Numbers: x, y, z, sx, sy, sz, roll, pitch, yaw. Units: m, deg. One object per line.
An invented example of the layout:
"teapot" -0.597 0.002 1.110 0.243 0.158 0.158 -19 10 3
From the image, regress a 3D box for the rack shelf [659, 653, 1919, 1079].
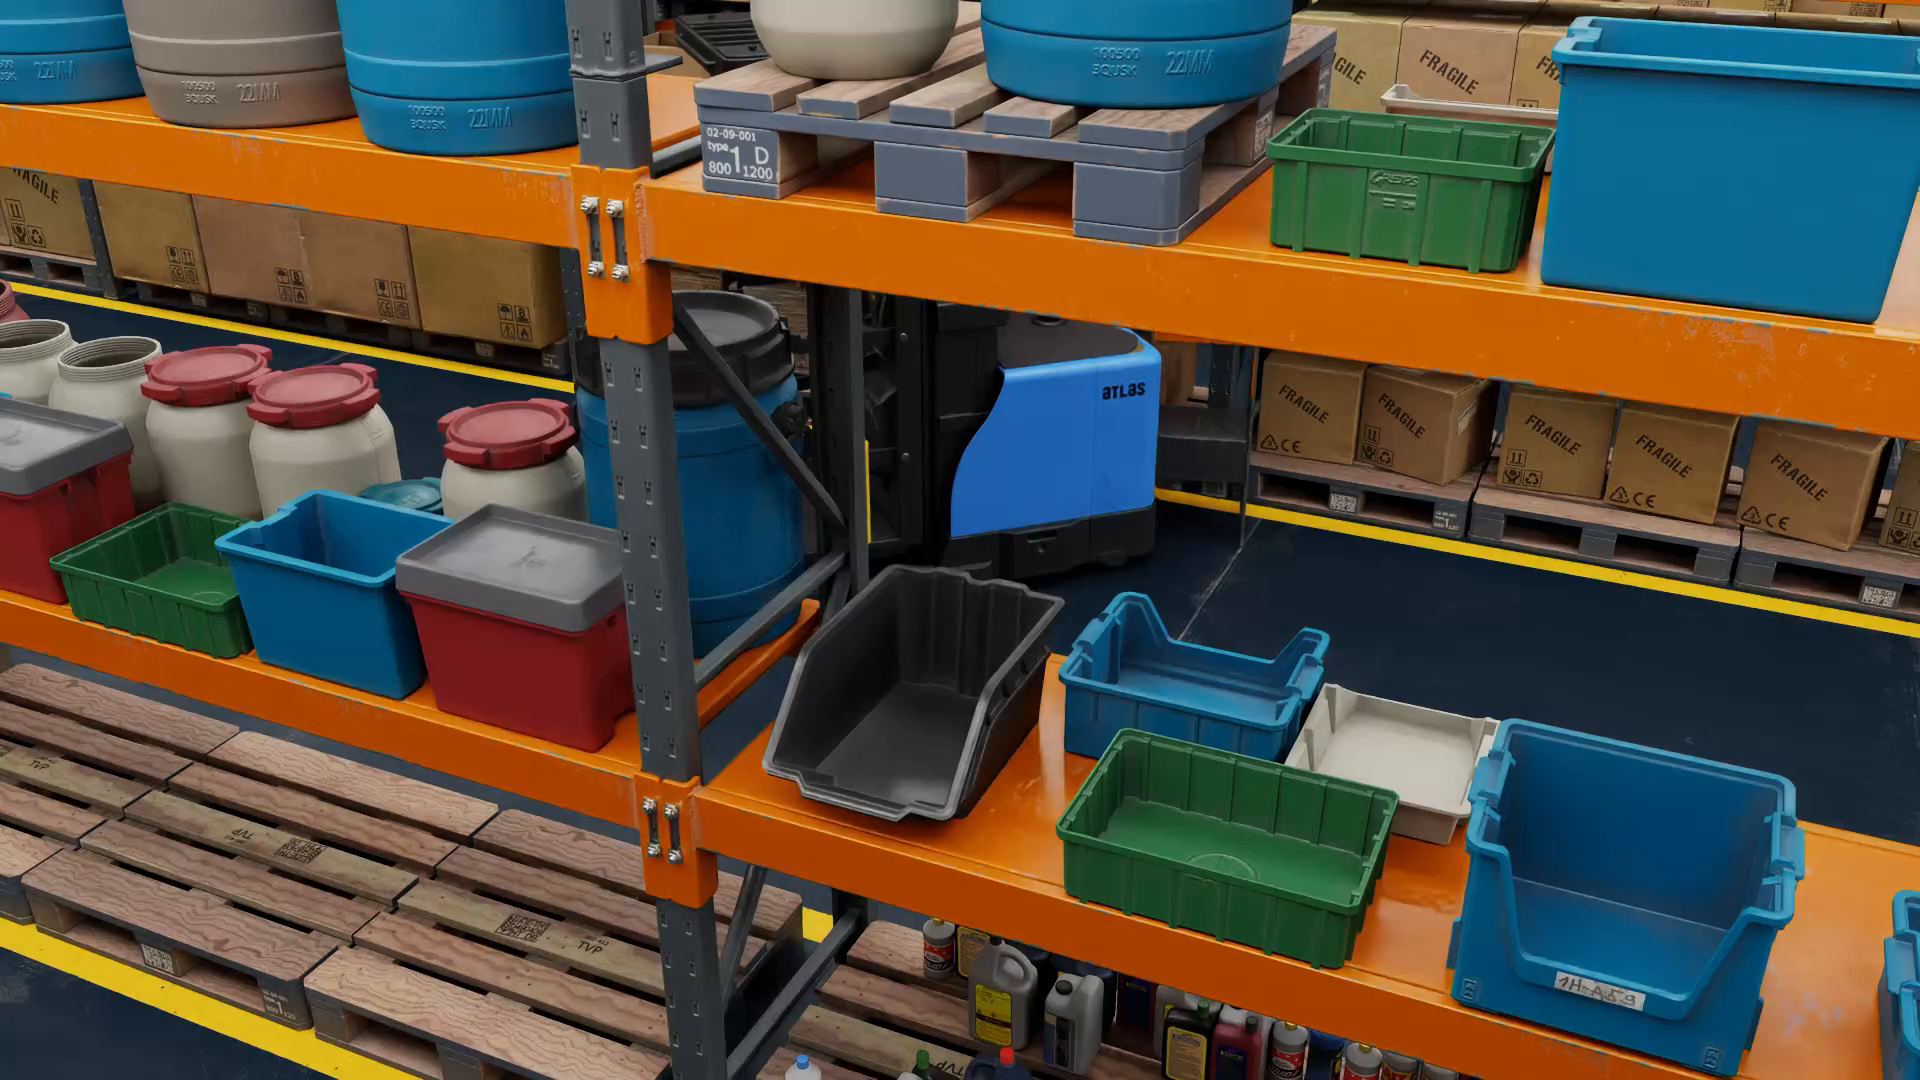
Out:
"rack shelf" 1.298 0.912 3.817 4.000 0.370 1.077 11 28 22

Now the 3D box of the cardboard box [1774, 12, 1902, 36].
"cardboard box" 3.873 -2.059 7.454 0.500 0.500 0.500 11 28 22

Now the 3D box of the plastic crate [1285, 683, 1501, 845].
"plastic crate" 1.060 0.537 4.063 0.437 0.136 0.530 11 28 22

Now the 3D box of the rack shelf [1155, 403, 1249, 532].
"rack shelf" 1.175 -0.375 8.250 0.480 0.518 0.431 4 27 8

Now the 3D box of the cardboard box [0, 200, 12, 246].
"cardboard box" -7.142 -2.784 12.438 0.875 0.875 0.875 11 28 22

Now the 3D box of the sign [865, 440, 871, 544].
"sign" -0.285 -0.120 4.785 0.005 0.325 0.100 11 28 22

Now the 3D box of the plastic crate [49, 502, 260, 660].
"plastic crate" -2.225 0.113 4.864 0.662 0.188 0.450 11 28 22

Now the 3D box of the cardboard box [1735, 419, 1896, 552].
"cardboard box" 4.049 -0.320 7.859 0.500 0.500 0.500 20 33 35

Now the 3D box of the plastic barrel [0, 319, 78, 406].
"plastic barrel" -3.139 -0.456 5.654 0.421 0.512 0.421 0 26 0

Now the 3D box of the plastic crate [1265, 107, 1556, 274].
"plastic crate" 0.801 -0.629 2.976 0.450 0.188 0.336 11 28 22

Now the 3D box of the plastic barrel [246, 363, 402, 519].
"plastic barrel" -1.971 -0.235 5.177 0.433 0.535 0.433 0 26 0

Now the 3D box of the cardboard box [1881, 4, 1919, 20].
"cardboard box" 6.453 -3.711 11.000 0.550 0.550 0.875 11 28 22

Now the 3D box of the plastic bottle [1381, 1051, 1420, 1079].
"plastic bottle" 1.194 1.444 4.513 0.097 0.271 0.097 0 26 0

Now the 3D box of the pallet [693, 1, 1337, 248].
"pallet" 0.174 -0.945 3.592 1.003 0.211 1.213 11 28 22

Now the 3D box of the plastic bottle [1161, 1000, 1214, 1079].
"plastic bottle" 0.632 1.387 4.615 0.133 0.283 0.061 11 28 22

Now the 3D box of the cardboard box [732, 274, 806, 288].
"cardboard box" -1.004 -1.709 9.807 0.500 0.250 0.500 15 30 28

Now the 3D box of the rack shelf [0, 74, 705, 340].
"rack shelf" -2.343 -1.165 4.640 4.000 0.370 1.077 11 28 22

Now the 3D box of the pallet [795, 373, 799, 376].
"pallet" -1.403 -1.105 10.256 1.213 0.211 1.003 11 28 22

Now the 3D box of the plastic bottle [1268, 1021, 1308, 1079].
"plastic bottle" 0.917 1.419 4.641 0.097 0.201 0.097 0 26 0

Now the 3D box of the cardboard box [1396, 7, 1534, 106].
"cardboard box" 2.288 -2.120 7.578 0.500 0.500 0.500 11 28 22

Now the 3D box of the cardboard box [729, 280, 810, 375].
"cardboard box" -0.985 -1.365 9.958 0.500 0.500 0.700 9 28 18

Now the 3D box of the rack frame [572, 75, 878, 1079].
"rack frame" -0.523 0.223 4.401 0.127 3.000 1.000 11 28 22

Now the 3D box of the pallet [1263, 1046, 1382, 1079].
"pallet" 1.186 1.836 4.281 1.213 0.211 1.003 11 28 22

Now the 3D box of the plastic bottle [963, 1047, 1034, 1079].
"plastic bottle" 0.100 1.471 4.368 0.185 0.351 0.144 11 28 22

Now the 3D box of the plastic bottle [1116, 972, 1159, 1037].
"plastic bottle" 0.523 1.295 4.802 0.133 0.283 0.061 13 29 25

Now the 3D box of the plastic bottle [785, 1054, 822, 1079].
"plastic bottle" -0.414 1.485 4.430 0.097 0.271 0.097 0 26 0

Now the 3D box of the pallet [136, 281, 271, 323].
"pallet" -5.021 -1.869 11.807 1.213 0.211 1.003 11 28 22

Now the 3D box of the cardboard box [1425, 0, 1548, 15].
"cardboard box" 2.507 -2.333 8.010 0.500 0.500 0.500 11 28 22

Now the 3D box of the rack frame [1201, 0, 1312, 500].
"rack frame" 1.527 -1.768 8.446 0.127 3.000 1.000 11 28 22

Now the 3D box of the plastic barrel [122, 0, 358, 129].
"plastic barrel" -1.671 -1.473 3.882 0.600 0.901 0.600 0 26 0

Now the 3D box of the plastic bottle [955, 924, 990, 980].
"plastic bottle" 0.052 1.200 4.994 0.133 0.283 0.061 13 29 24

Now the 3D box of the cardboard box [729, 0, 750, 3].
"cardboard box" -1.773 -4.693 14.195 0.250 0.149 0.380 12 29 23

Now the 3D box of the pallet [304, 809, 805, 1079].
"pallet" -1.254 1.346 5.276 1.213 0.211 1.003 11 28 22

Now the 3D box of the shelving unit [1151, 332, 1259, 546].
"shelving unit" 1.175 -1.015 7.935 0.503 2.100 0.431 4 27 8

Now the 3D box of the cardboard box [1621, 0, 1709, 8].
"cardboard box" 4.978 -4.007 11.600 0.550 0.550 0.875 11 28 22

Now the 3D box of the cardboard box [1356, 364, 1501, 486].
"cardboard box" 2.399 -0.644 8.517 0.500 0.500 0.500 22 34 38

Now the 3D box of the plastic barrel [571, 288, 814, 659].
"plastic barrel" -0.749 -0.194 4.681 0.708 0.901 0.600 11 28 22

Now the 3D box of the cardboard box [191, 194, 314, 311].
"cardboard box" -4.350 -2.194 11.241 0.875 0.875 1.225 10 28 20

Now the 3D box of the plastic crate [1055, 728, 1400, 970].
"plastic crate" 0.596 0.680 3.713 0.662 0.188 0.450 11 28 22

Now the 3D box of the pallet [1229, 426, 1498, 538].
"pallet" 2.153 -0.409 8.841 1.213 0.211 1.003 11 28 22

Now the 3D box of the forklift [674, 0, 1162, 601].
"forklift" -0.637 -1.194 7.357 3.031 2.935 1.130 -9 28 -17

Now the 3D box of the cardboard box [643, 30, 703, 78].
"cardboard box" -1.606 -2.650 9.648 0.500 0.500 0.500 8 27 15
